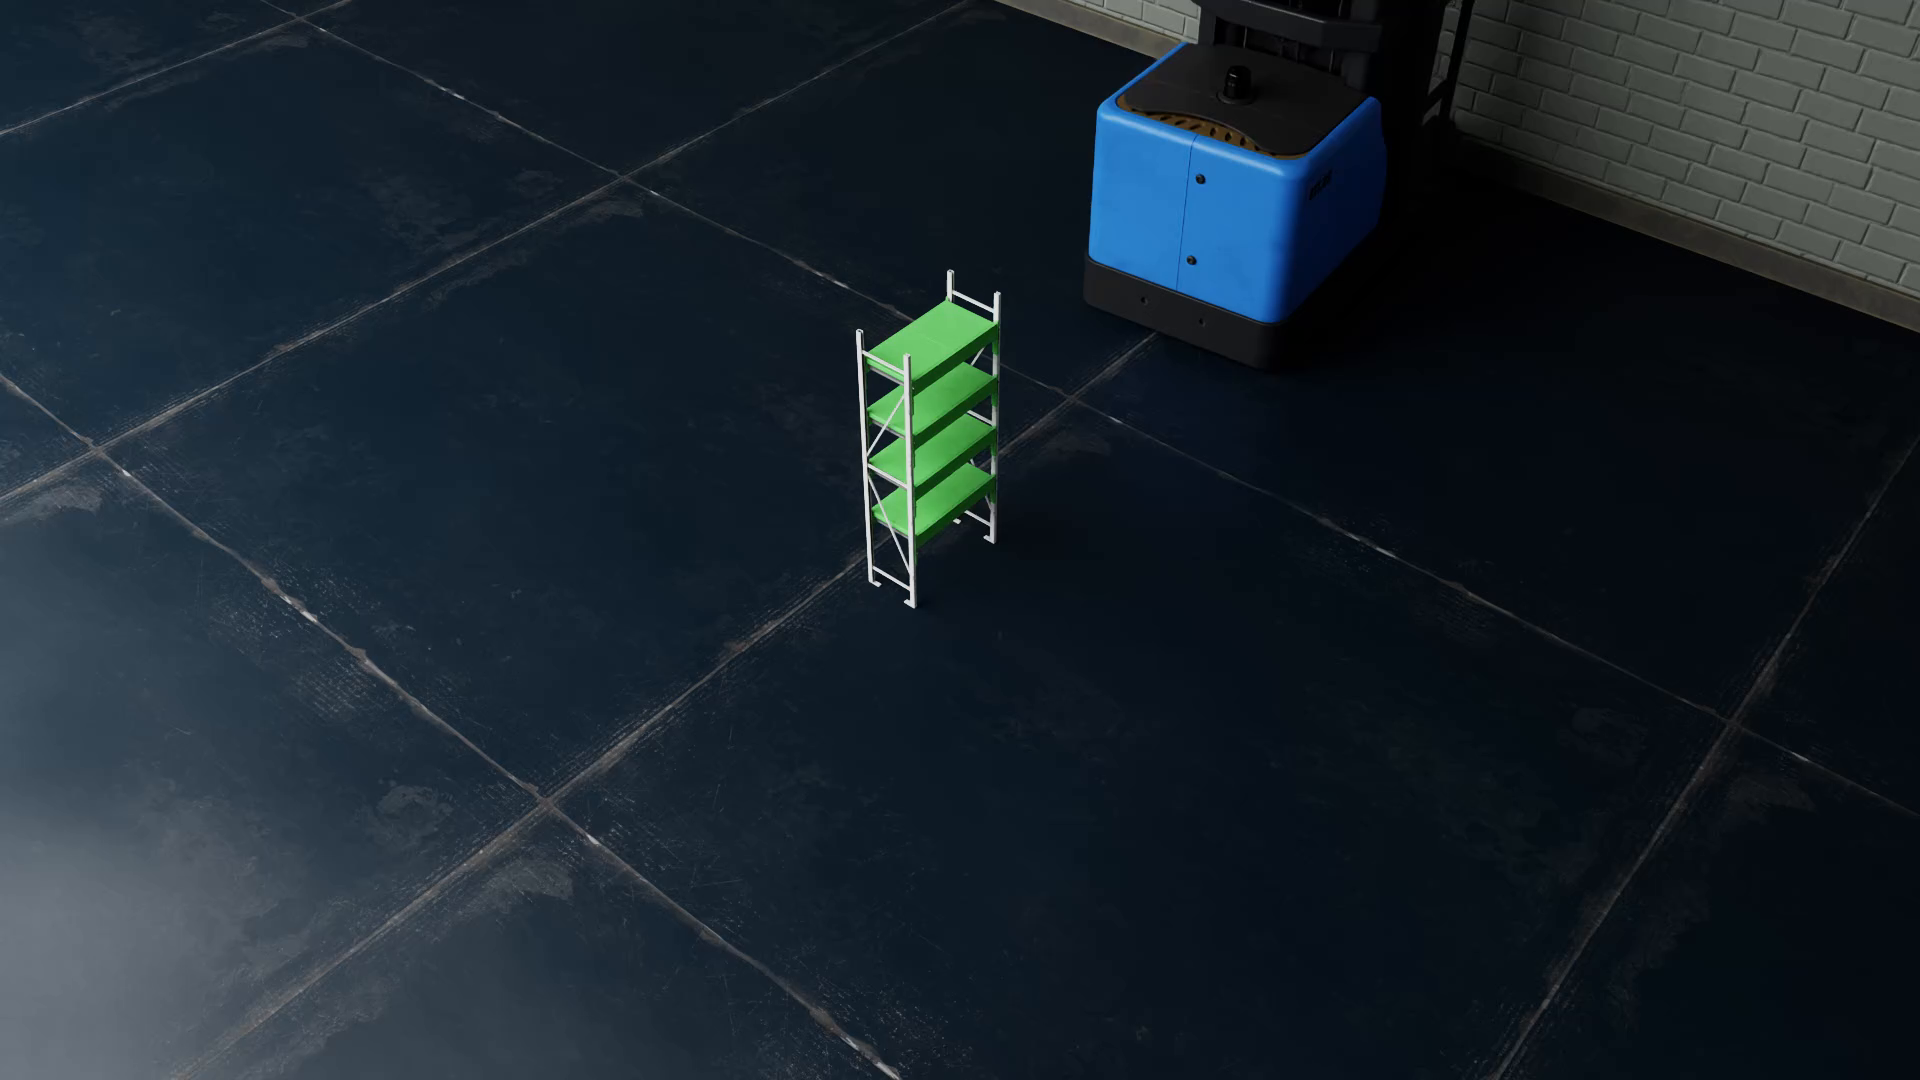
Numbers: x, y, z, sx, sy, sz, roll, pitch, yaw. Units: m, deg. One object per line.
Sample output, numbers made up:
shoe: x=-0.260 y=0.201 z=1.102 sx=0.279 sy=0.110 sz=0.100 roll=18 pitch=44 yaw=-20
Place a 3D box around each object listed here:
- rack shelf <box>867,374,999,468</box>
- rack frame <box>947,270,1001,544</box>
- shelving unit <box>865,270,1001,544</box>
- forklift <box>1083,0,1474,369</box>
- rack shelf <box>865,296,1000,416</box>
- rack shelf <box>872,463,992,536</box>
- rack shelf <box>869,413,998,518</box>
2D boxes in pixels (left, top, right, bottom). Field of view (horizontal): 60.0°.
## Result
rack shelf: x=-0.107 y=-0.489 z=6.134 sx=0.258 sy=0.148 sz=0.480 roll=29 pitch=50 yaw=28
rack frame: x=0.050 y=-0.484 z=6.391 sx=0.240 sy=1.200 sz=0.015 roll=29 pitch=50 yaw=28
shelving unit: x=-0.103 y=-0.362 z=6.256 sx=0.258 sy=1.200 sz=0.492 roll=29 pitch=50 yaw=28
forklift: x=1.837 y=-2.810 z=7.662 sx=1.130 sy=2.935 sz=3.031 roll=25 pitch=48 yaw=25
rack shelf: x=-0.107 y=-0.667 z=5.973 sx=0.258 sy=0.148 sz=0.480 roll=29 pitch=50 yaw=28
rack shelf: x=-0.107 y=-0.173 z=6.421 sx=0.221 sy=0.021 sz=0.457 roll=29 pitch=50 yaw=28
rack shelf: x=-0.107 y=-0.311 z=6.296 sx=0.258 sy=0.148 sz=0.480 roll=29 pitch=50 yaw=28
